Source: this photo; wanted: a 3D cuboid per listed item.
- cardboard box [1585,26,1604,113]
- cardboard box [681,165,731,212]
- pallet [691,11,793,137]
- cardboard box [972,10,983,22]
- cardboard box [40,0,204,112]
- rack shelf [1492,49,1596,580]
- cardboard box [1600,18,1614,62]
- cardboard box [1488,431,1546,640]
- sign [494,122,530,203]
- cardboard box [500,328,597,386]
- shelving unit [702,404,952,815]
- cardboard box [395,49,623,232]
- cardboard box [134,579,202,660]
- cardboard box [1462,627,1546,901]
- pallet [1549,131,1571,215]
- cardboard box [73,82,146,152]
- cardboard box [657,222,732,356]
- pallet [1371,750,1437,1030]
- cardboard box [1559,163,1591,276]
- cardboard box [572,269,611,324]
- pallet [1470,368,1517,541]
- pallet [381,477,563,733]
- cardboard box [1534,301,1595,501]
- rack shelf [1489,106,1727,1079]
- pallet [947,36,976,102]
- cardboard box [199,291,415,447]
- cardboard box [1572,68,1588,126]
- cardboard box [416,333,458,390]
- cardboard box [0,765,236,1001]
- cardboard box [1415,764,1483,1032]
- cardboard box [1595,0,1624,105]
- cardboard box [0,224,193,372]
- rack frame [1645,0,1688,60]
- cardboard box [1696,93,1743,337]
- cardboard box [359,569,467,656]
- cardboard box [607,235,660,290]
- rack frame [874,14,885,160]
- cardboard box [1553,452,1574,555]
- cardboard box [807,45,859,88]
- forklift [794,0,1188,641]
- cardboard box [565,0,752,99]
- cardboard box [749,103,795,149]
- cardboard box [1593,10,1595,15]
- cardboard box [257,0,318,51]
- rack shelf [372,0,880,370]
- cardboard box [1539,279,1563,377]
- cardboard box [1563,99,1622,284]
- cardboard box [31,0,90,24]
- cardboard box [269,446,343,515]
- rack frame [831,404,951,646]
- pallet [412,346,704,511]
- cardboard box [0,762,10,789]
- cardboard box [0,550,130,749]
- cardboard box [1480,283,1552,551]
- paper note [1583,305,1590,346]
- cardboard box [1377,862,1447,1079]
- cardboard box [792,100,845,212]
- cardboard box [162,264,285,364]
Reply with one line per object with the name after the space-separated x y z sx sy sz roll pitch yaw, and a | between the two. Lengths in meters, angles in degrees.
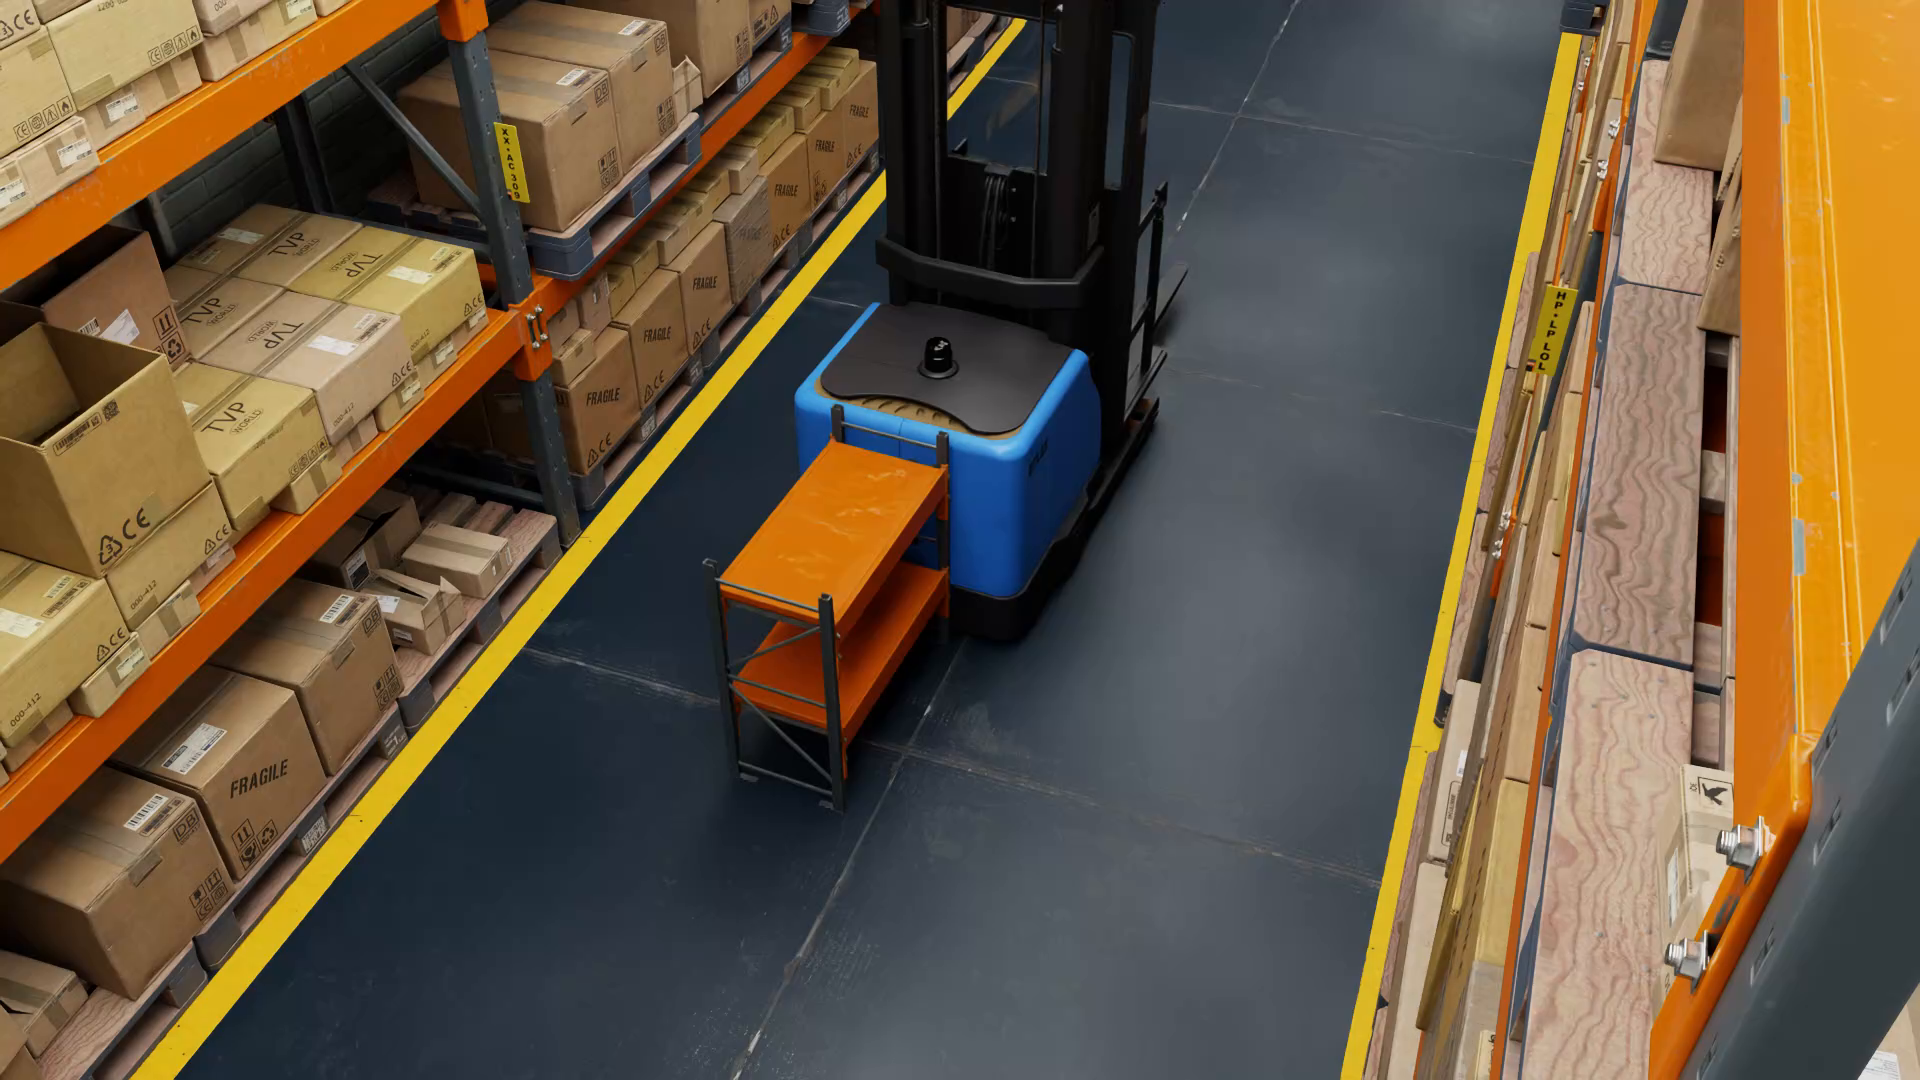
3.381 -2.285 8.186 0.500 0.250 0.500 13 42 14 | cardboard box
-1.424 -1.841 8.653 0.380 0.149 0.250 13 42 15 | cardboard box
-1.542 -2.424 8.382 1.003 0.211 1.213 13 42 15 | pallet
-0.209 -4.129 11.738 0.875 0.625 0.625 12 42 13 | cardboard box
-2.532 -1.463 4.682 0.500 0.250 0.500 14 42 16 | cardboard box
3.101 -1.091 7.226 1.077 0.370 4.000 13 42 15 | rack shelf
3.202 -2.149 7.641 0.500 0.250 0.500 14 42 16 | cardboard box
2.010 0.045 5.263 0.500 0.500 0.500 15 43 16 | cardboard box
-1.736 -1.458 6.434 0.100 0.325 0.005 13 42 15 | sign
-1.876 -0.860 7.503 0.380 0.149 0.250 15 43 17 | cardboard box
-0.476 0.261 6.531 0.538 1.125 1.048 15 43 17 | shelving unit
-1.873 -1.688 6.970 0.700 0.500 0.500 14 43 16 | cardboard box
-2.688 0.211 5.338 0.380 0.149 0.250 14 42 16 | cardboard box
1.487 0.597 3.846 0.500 0.500 0.500 13 42 15 | cardboard box
4.053 -2.000 9.885 1.003 0.211 1.213 13 42 15 | pallet
-2.568 -1.234 4.722 0.380 0.149 0.250 14 42 16 | cardboard box
-1.524 -1.329 8.552 0.500 0.500 0.500 12 42 14 | cardboard box
2.083 1.362 5.944 1.003 0.211 1.213 13 42 15 | pallet
2.675 -1.225 6.559 0.500 0.250 0.500 14 43 16 | cardboard box
-1.832 -1.142 7.605 0.380 0.149 0.250 11 42 13 | cardboard box
3.026 -0.318 7.914 1.003 0.211 1.213 13 42 15 | pallet
-2.485 0.235 7.266 1.003 0.211 1.213 13 42 15 | pallet
2.027 -0.327 4.928 0.500 0.500 0.500 14 42 15 | cardboard box
1.733 0.207 3.393 1.077 0.370 4.000 13 42 15 | rack shelf
-0.563 -3.117 11.194 1.003 0.211 1.213 13 42 15 | pallet
-2.351 -0.627 6.014 0.500 0.250 0.500 13 42 15 | cardboard box
4.232 -2.539 10.070 0.950 0.372 0.625 13 42 14 | cardboard box
-2.189 -0.735 6.447 0.380 0.149 0.250 14 43 16 | cardboard box
-2.989 1.122 5.680 0.700 0.500 0.500 15 43 17 | cardboard box
1.482 0.967 4.182 0.500 0.500 0.500 15 43 16 | cardboard box
3.034 -2.140 7.053 0.500 0.500 0.500 14 43 16 | cardboard box
-3.008 -0.737 5.564 0.500 0.500 0.500 12 42 14 | cardboard box
2.417 -2.427 3.615 1.000 3.000 0.127 13 42 15 | rack frame
1.986 -0.694 3.414 0.797 0.503 0.637 16 43 18 | cardboard box
-2.285 0.259 6.872 0.396 0.266 0.258 15 43 17 | cardboard box
-1.696 -1.375 8.107 0.380 0.149 0.250 13 42 14 | cardboard box
-0.881 -3.684 9.711 1.000 3.000 0.127 13 42 15 | rack frame
1.684 -0.057 4.112 0.380 0.149 0.250 12 42 14 | cardboard box
-0.812 -2.782 9.756 0.380 0.149 0.250 11 42 13 | cardboard box
0.350 -1.646 7.375 1.130 2.935 3.031 15 43 17 | forklift
-1.428 -2.482 7.901 0.700 0.500 0.500 13 42 15 | cardboard box
-1.140 -2.307 9.199 0.380 0.149 0.250 14 43 16 | cardboard box
4.976 -3.864 11.623 0.950 0.372 0.625 14 42 16 | cardboard box
-2.281 -1.695 5.261 0.380 0.149 0.250 15 43 17 | cardboard box
-1.565 -2.191 8.514 1.077 0.370 4.000 13 42 15 | rack shelf
2.509 -0.728 6.361 0.500 0.250 0.500 13 42 14 | cardboard box
2.504 -1.209 5.962 0.500 0.500 0.500 14 42 16 | cardboard box
-2.542 -1.652 4.519 0.500 0.250 0.500 14 42 16 | cardboard box
-2.431 -0.255 5.885 0.380 0.149 0.250 13 42 14 | cardboard box
-0.277 -0.042 6.886 0.500 1.125 0.032 15 43 17 | rack frame
-2.006 -0.688 8.348 1.003 0.211 1.213 13 42 15 | pallet
-3.002 0.677 4.792 0.380 0.149 0.250 15 43 16 | cardboard box
-2.866 0.305 4.922 0.500 0.250 0.500 13 42 14 | cardboard box
2.855 -0.445 7.228 0.875 0.875 0.875 14 43 16 | cardboard box
1.220 -0.418 3.245 0.006 0.032 0.123 13 42 15 | paper note
1.796 1.575 5.197 0.875 0.438 0.875 12 42 14 | cardboard box
-1.005 -2.284 9.672 0.500 0.500 0.500 13 42 14 | cardboard box
-2.837 -0.751 6.159 0.500 0.250 0.500 13 42 15 | cardboard box
